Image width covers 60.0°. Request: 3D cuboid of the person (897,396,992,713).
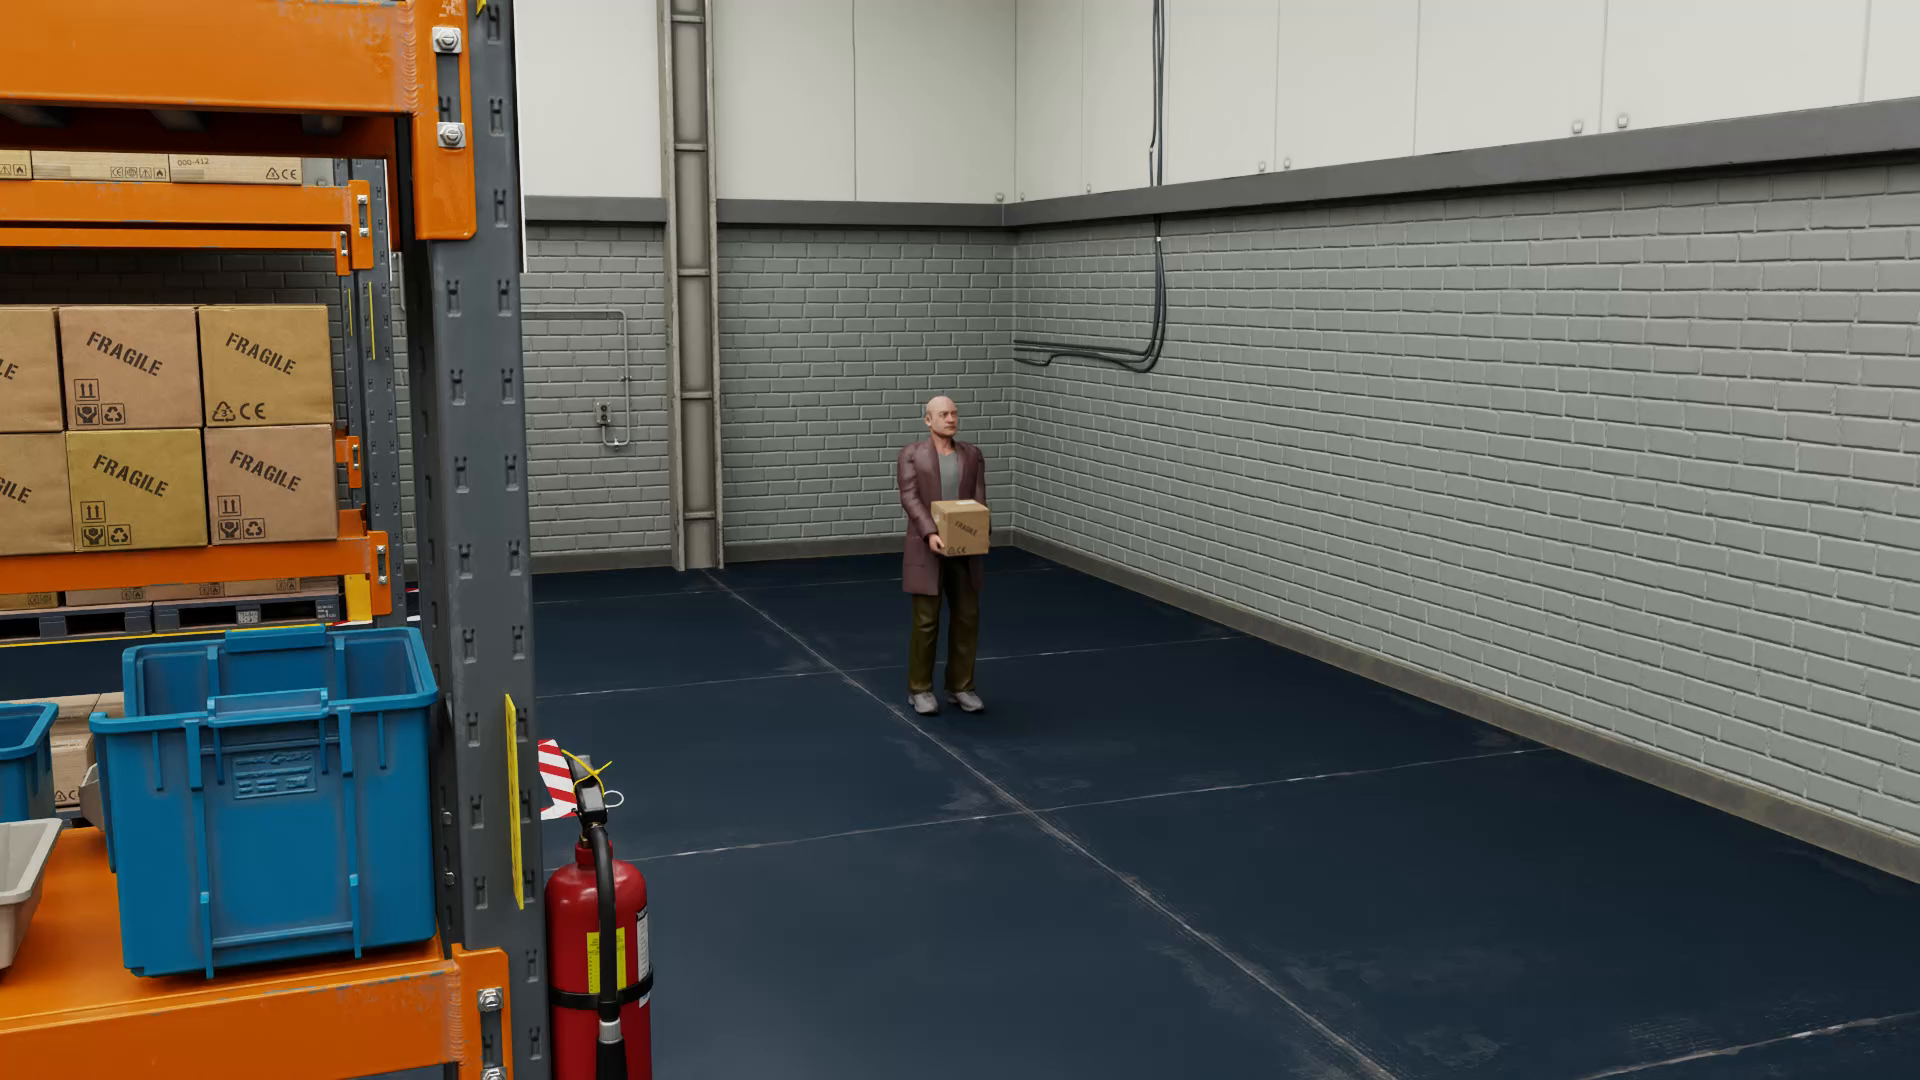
[{"bbox_3d":[-0.057,0.088,9.341,0.530,1.769,0.561,-3,9,-21],"label":"person"}]
